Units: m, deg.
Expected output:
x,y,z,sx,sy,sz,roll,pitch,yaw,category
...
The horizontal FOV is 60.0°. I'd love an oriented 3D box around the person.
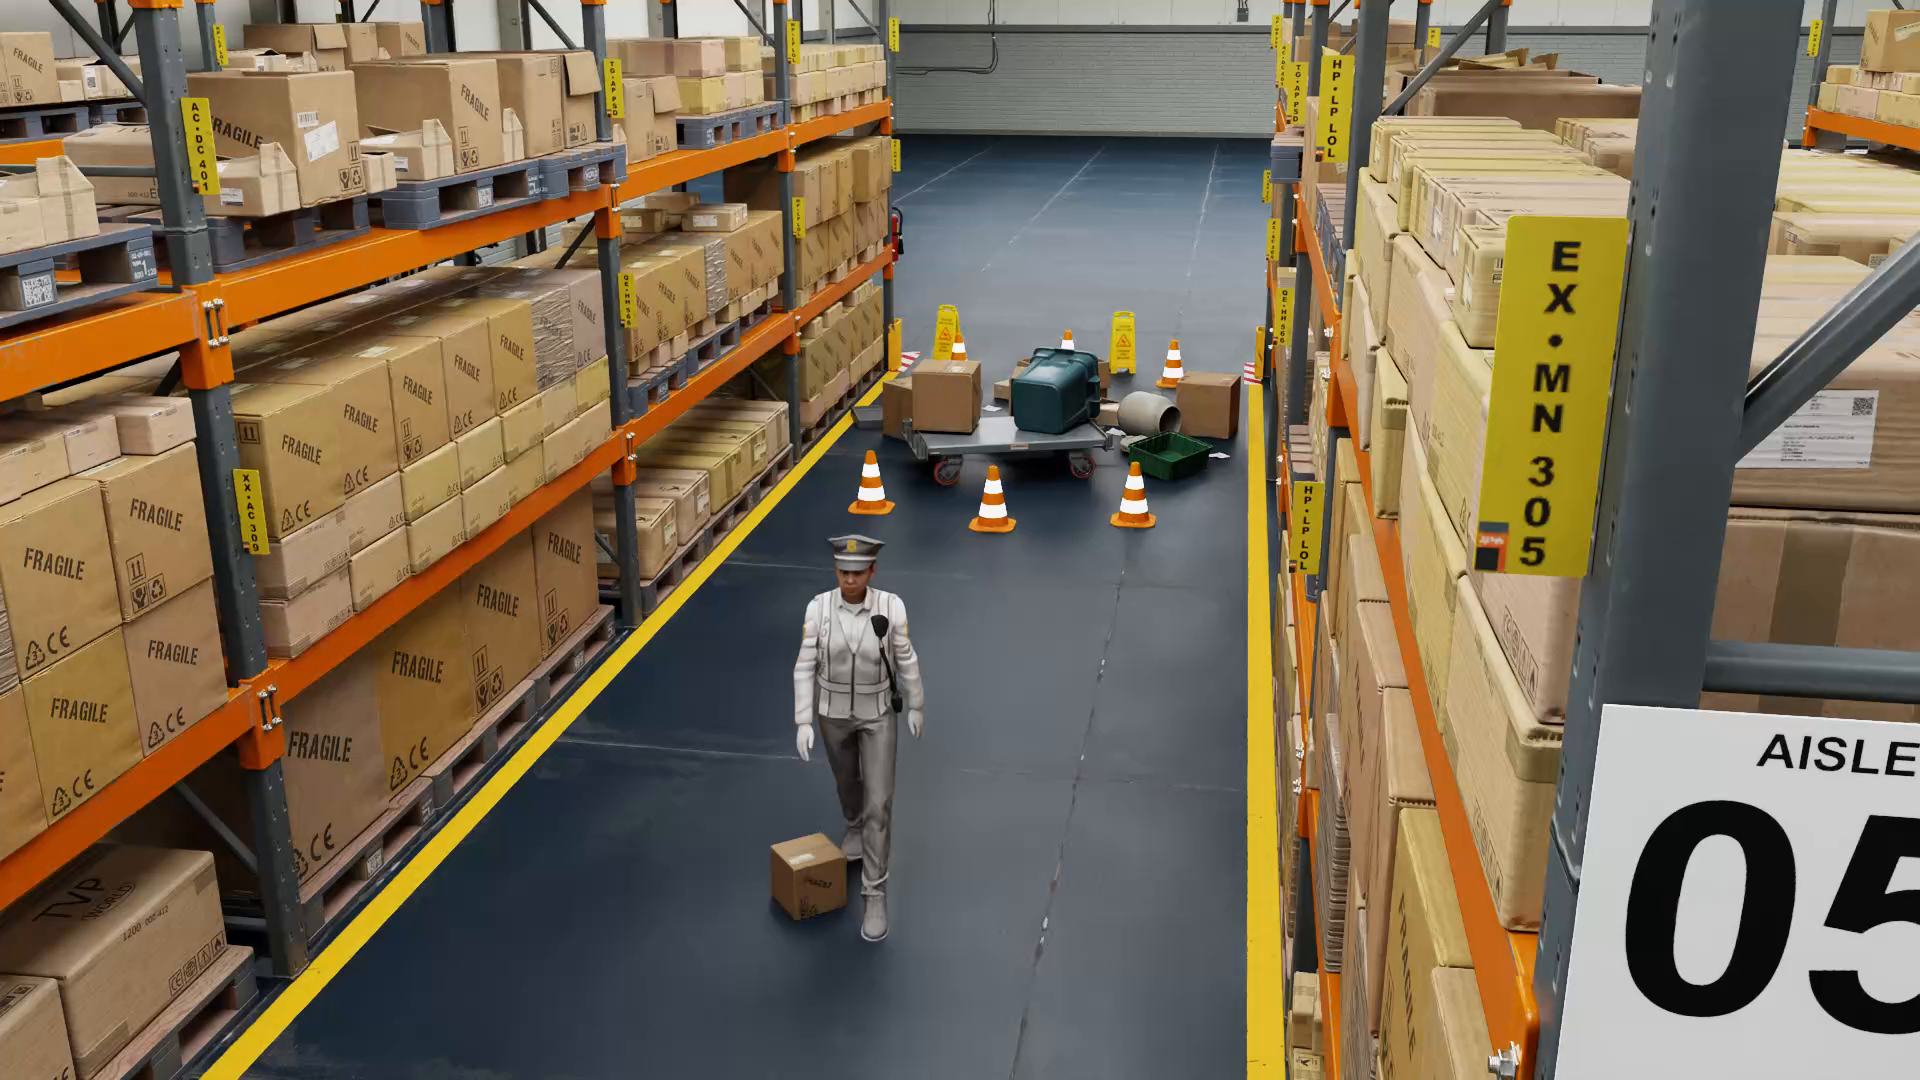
x,y,z,sx,sy,sz,roll,pitch,yaw,category
-0.440,0.768,7.157,0.545,1.665,0.899,1,18,4,person
